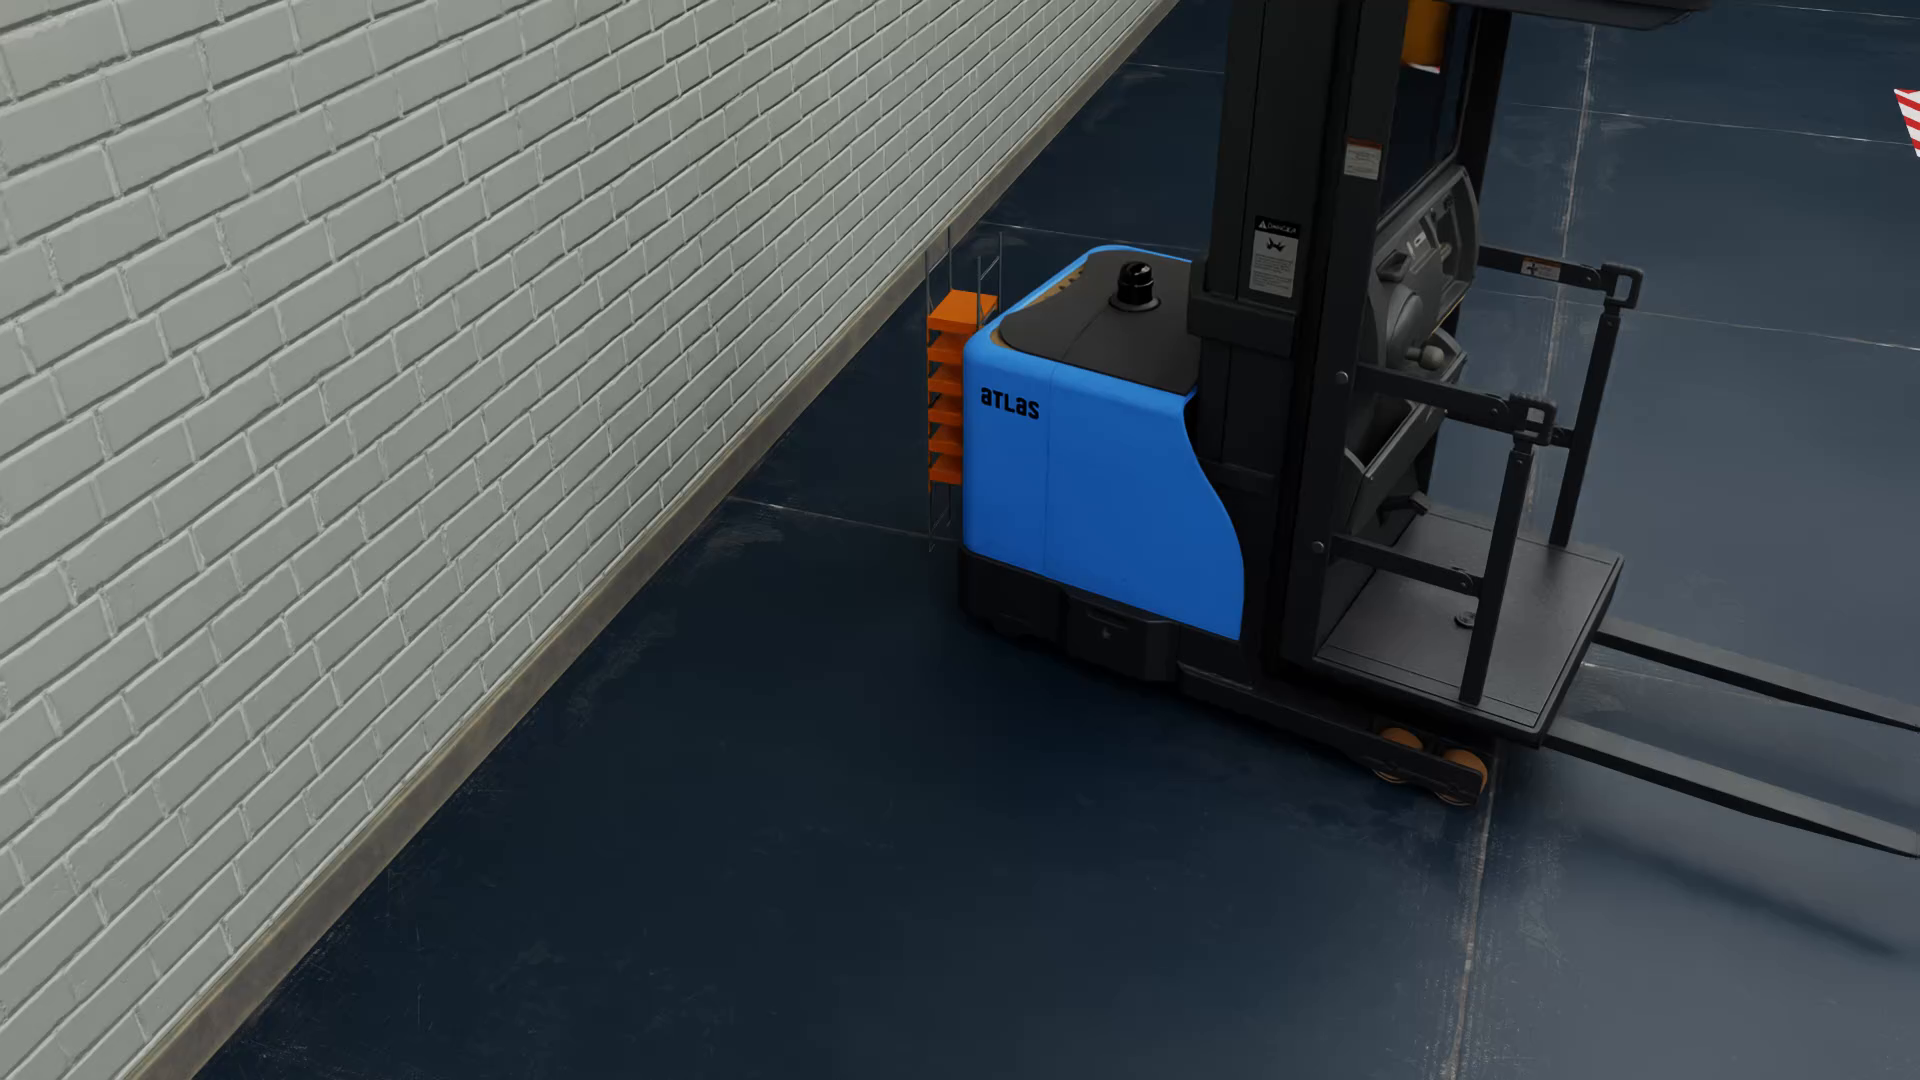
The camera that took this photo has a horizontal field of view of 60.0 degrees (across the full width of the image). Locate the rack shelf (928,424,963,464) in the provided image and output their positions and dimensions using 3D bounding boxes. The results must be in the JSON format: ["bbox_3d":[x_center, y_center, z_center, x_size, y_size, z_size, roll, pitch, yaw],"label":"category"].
[{"bbox_3d":[0.014,-0.363,6.010,0.180,0.103,0.258,11,34,16],"label":"rack shelf"}]

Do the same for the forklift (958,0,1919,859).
[{"bbox_3d":[1.520,-0.763,4.729,3.031,2.935,1.130,18,37,26],"label":"forklift"}]

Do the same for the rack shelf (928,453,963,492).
[{"bbox_3d":[0.014,-0.262,6.075,0.180,0.103,0.258,11,34,16],"label":"rack shelf"}]

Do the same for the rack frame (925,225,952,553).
[{"bbox_3d":[-0.073,-0.518,5.946,0.006,1.200,0.240,11,34,16],"label":"rack frame"}]

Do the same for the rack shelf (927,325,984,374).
[{"bbox_3d":[0.014,-0.666,5.814,0.180,0.103,0.258,11,34,16],"label":"rack shelf"}]

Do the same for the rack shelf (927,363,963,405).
[{"bbox_3d":[0.014,-0.565,5.879,0.180,0.103,0.258,11,34,16],"label":"rack shelf"}]

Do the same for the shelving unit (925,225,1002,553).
[{"bbox_3d":[0.014,-0.501,5.920,0.189,1.200,0.258,11,34,16],"label":"shelving unit"}]

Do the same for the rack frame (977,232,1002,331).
[{"bbox_3d":[0.100,-0.485,5.895,0.006,1.200,0.240,11,34,16],"label":"rack frame"}]

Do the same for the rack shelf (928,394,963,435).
[{"bbox_3d":[0.014,-0.464,5.945,0.180,0.103,0.258,11,34,16],"label":"rack shelf"}]

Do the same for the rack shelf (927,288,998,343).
[{"bbox_3d":[0.014,-0.767,5.749,0.180,0.103,0.258,11,34,16],"label":"rack shelf"}]
